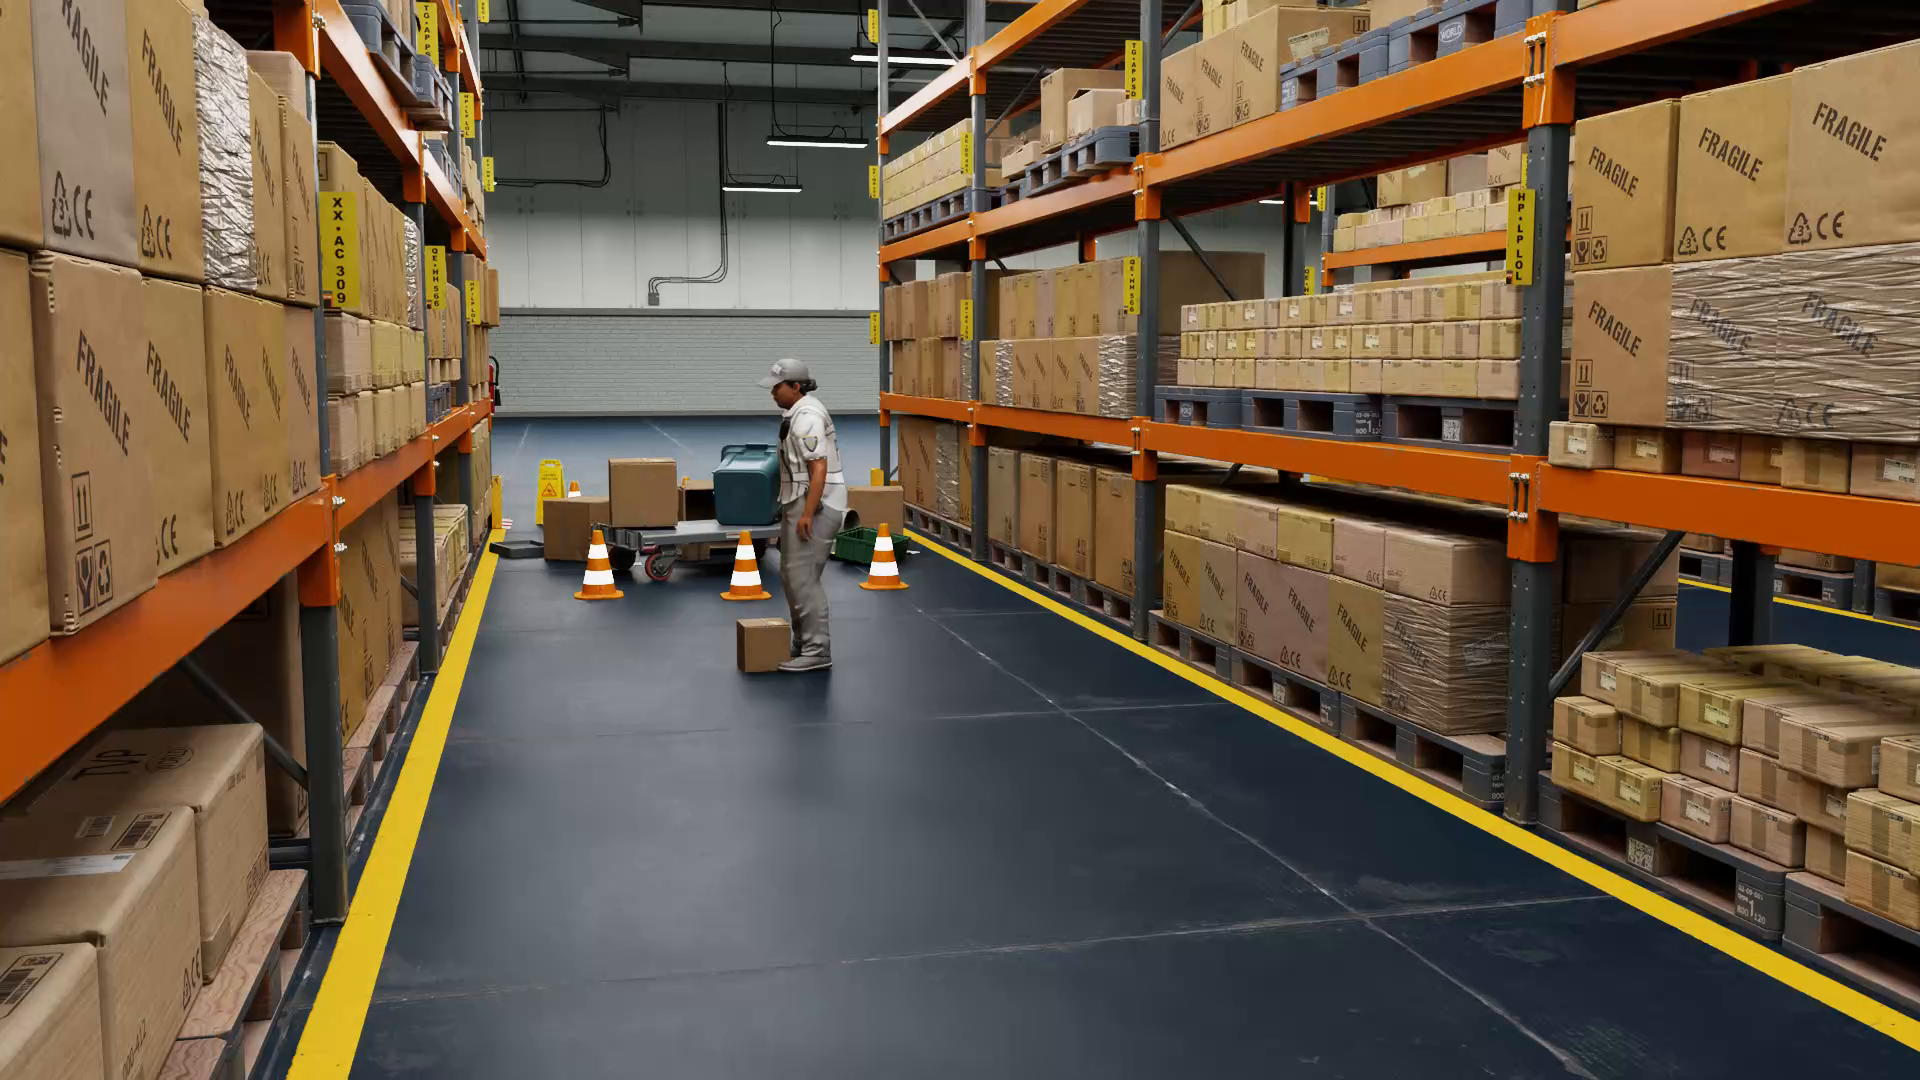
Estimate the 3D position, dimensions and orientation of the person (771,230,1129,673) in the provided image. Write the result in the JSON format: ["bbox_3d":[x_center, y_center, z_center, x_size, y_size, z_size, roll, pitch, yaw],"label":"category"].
[{"bbox_3d":[2.126,-4.629,30.068,16.698,6.001,40.667,-2,6,-14],"label":"person"}]
